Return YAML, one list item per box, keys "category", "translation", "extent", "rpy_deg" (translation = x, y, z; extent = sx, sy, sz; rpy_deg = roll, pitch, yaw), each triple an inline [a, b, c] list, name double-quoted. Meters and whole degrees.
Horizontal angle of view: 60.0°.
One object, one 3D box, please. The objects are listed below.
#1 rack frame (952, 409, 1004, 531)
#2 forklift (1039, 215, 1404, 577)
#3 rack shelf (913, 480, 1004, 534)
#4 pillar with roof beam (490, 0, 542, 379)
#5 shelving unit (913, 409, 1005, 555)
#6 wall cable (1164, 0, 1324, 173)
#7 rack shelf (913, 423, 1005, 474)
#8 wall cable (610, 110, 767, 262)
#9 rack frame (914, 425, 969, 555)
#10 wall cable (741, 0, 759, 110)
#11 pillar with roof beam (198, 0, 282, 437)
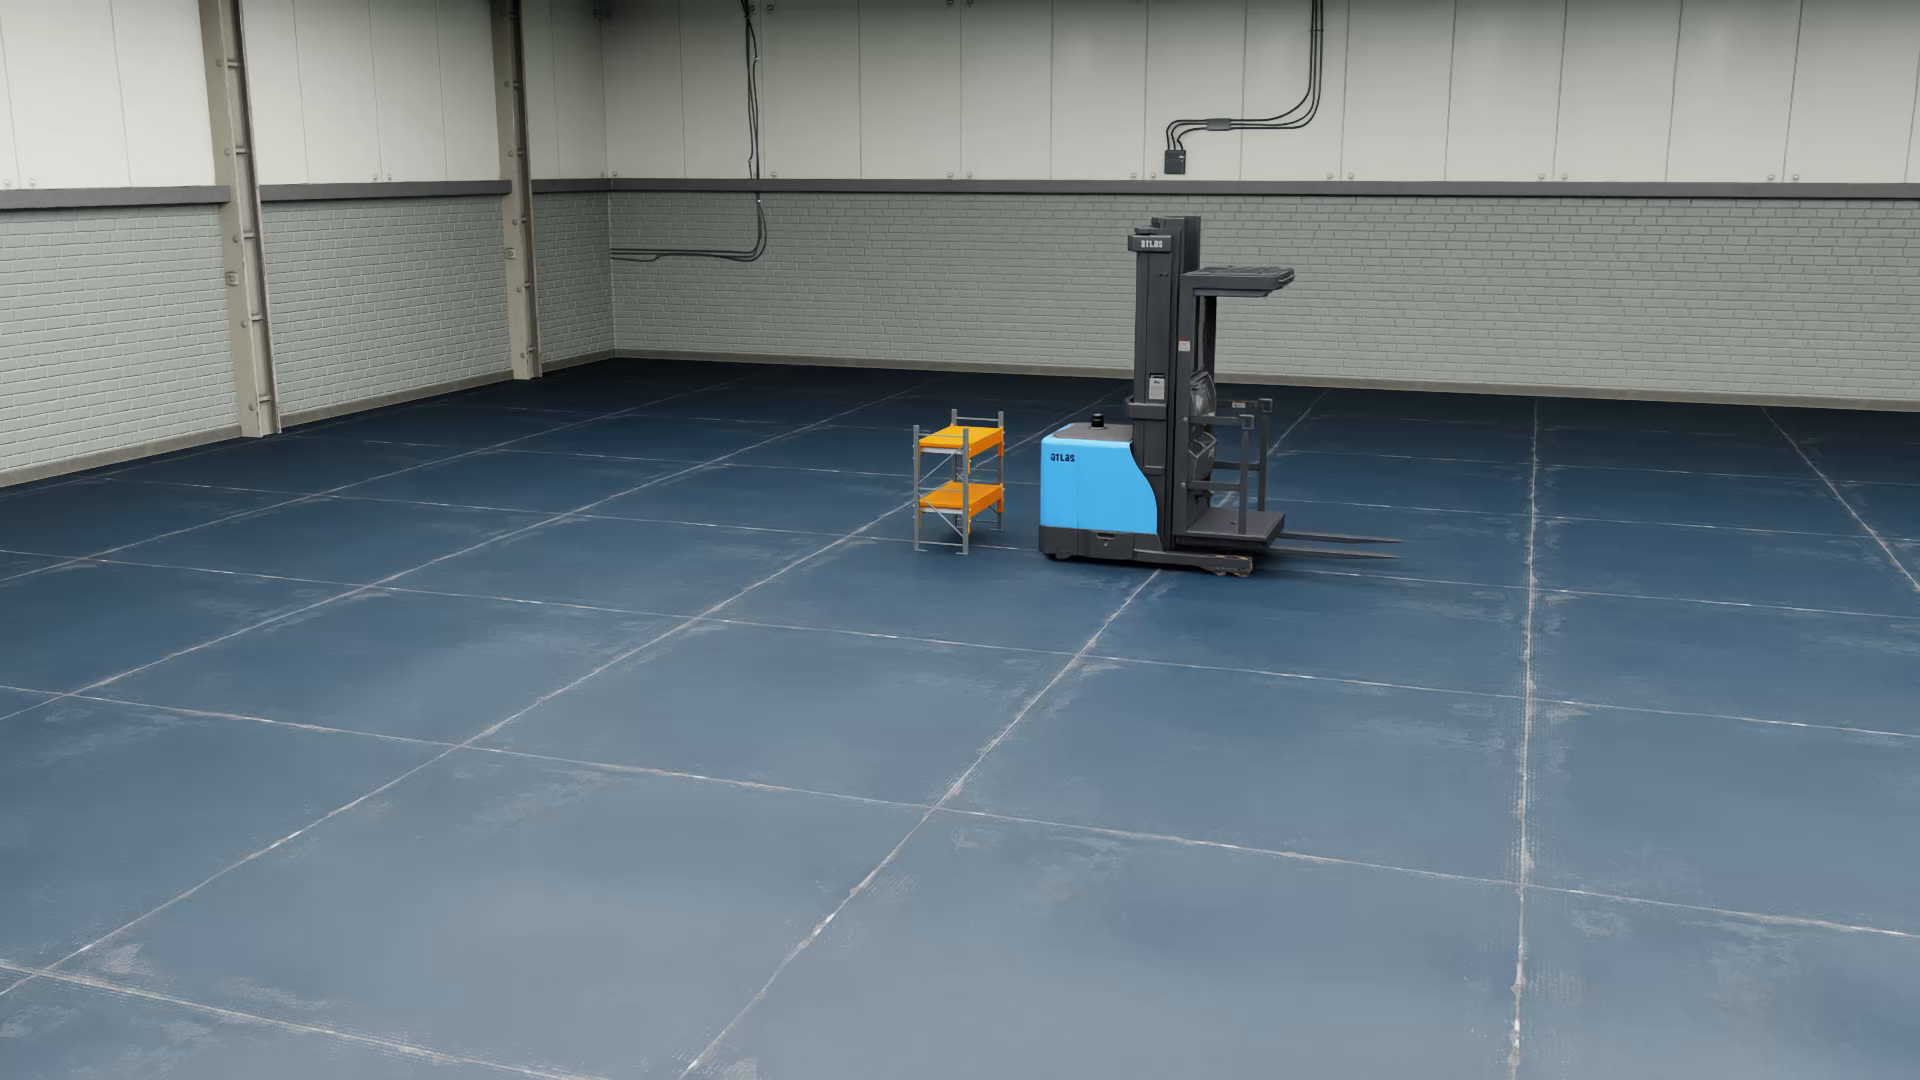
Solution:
- category: "rack frame"
  translation: [0.162, -0.654, 15.588]
  extent: [0.500, 1.125, 0.032]
  rpy_deg: [4, 14, 18]
- category: "forklift"
  translation: [2.260, -1.251, 14.144]
  extent: [3.031, 2.935, 1.130]
  rpy_deg: [4, 14, 19]
- category: "rack shelf"
  translation: [-0.002, -0.309, 15.173]
  extent: [0.538, 0.278, 1.000]
  rpy_deg: [4, 14, 18]
- category: "pillar with roof beam"
  translation: [-2.864, -6.682, 24.301]
  extent: [9.100, 9.000, 0.400]
  rpy_deg: [4, 14, 18]
- category: "shelving unit"
  translation: [-0.002, -0.547, 15.119]
  extent: [0.538, 1.125, 1.048]
  rpy_deg: [4, 14, 18]
- category: "wall cable"
  translation: [4.244, -8.488, 24.572]
  extent: [2.305, 6.003, 0.169]
  rpy_deg: [4, 14, 18]
- category: "rack shelf"
  translation: [-0.002, -0.832, 15.053]
  extent: [0.538, 0.278, 1.000]
  rpy_deg: [4, 14, 18]
- category: "wall cable"
  translation: [-4.733, -6.003, 28.305]
  extent: [3.097, 2.526, 0.112]
  rpy_deg: [4, 14, 18]
- category: "rack frame"
  translation: [-0.167, -0.440, 14.650]
  extent: [0.500, 1.125, 0.032]
  rpy_deg: [4, 14, 18]
- category: "wall cable"
  translation: [-2.174, -8.270, 26.890]
  extent: [3.097, 2.526, 0.112]
  rpy_deg: [4, 14, 18]
- category: "pillar with roof beam"
  translation: [-4.806, -5.418, 18.766]
  extent: [9.100, 9.000, 0.400]
  rpy_deg: [4, 14, 18]
